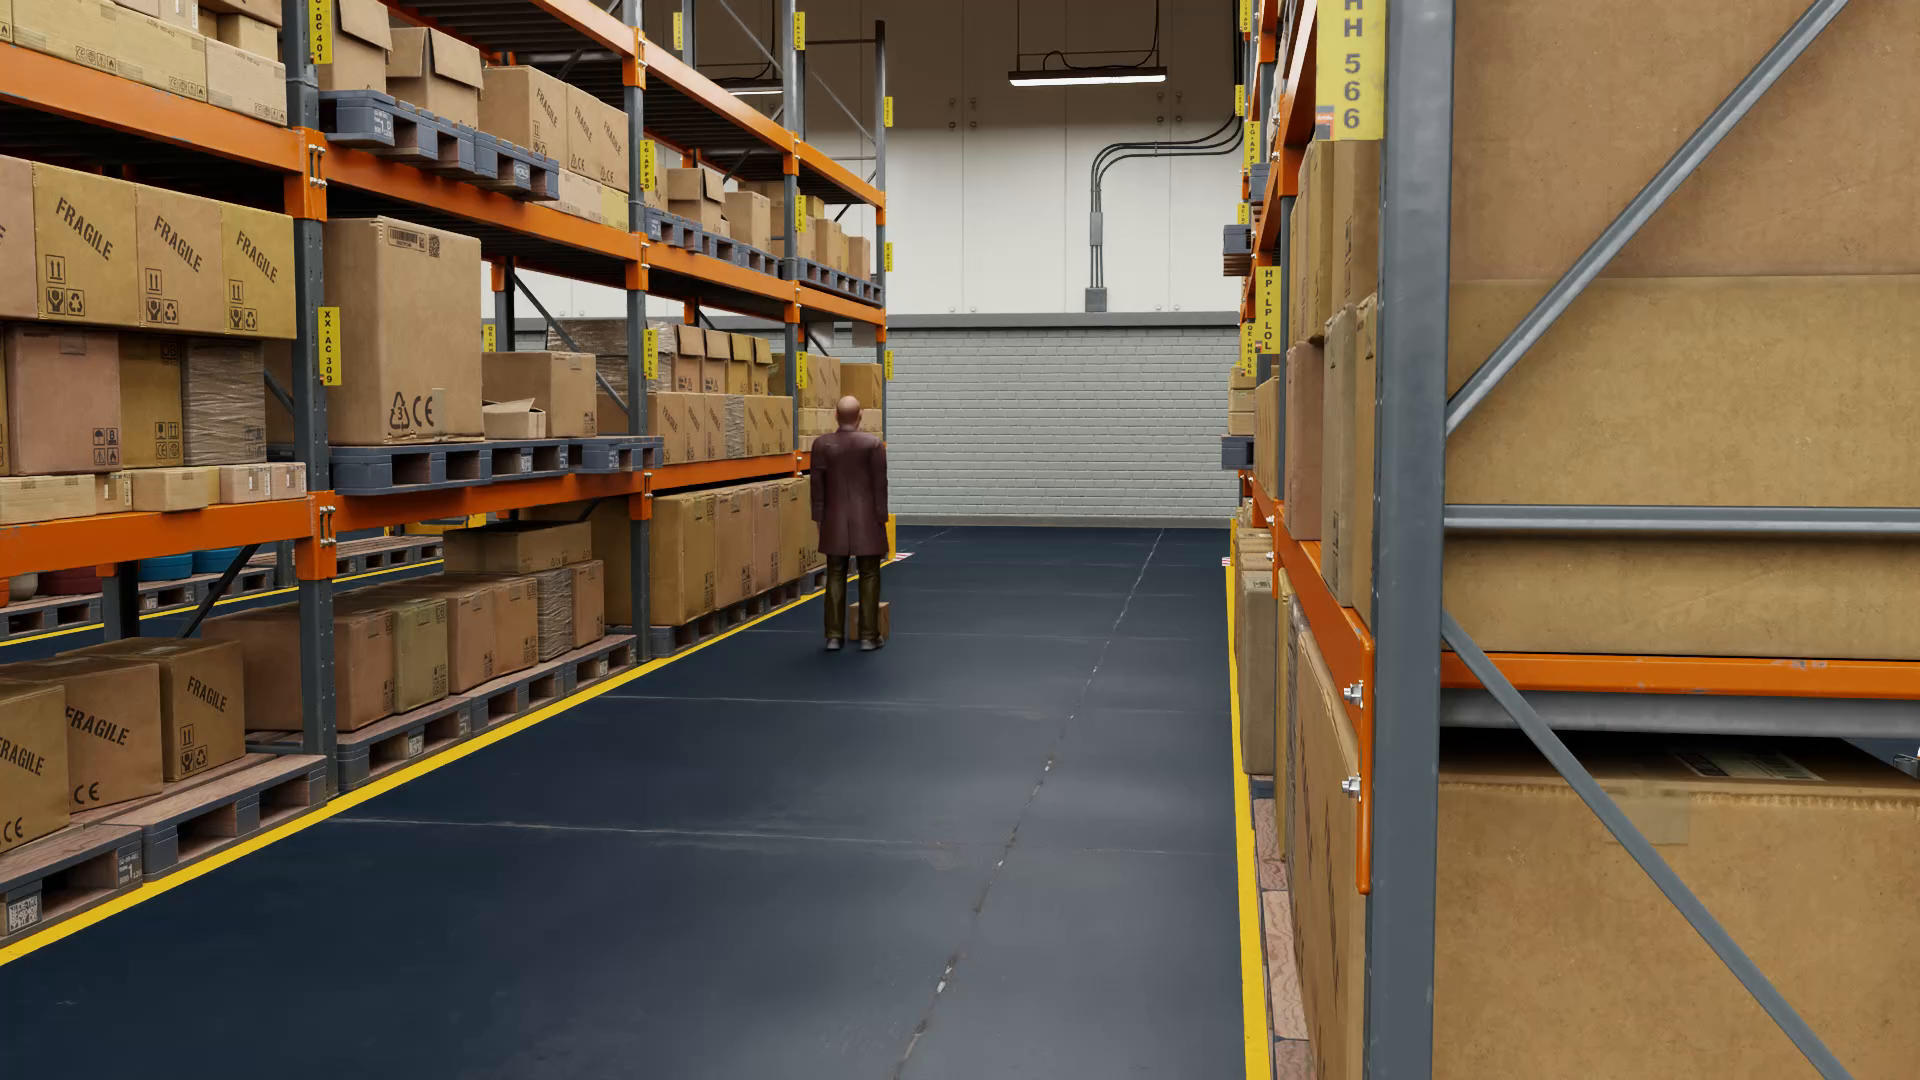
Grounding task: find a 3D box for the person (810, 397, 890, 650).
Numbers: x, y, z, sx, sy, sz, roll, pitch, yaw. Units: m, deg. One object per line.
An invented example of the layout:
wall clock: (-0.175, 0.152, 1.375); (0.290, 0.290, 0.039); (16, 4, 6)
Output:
person: (-0.774, -0.118, 11.698); (0.562, 1.773, 0.379); (1, 4, 10)
